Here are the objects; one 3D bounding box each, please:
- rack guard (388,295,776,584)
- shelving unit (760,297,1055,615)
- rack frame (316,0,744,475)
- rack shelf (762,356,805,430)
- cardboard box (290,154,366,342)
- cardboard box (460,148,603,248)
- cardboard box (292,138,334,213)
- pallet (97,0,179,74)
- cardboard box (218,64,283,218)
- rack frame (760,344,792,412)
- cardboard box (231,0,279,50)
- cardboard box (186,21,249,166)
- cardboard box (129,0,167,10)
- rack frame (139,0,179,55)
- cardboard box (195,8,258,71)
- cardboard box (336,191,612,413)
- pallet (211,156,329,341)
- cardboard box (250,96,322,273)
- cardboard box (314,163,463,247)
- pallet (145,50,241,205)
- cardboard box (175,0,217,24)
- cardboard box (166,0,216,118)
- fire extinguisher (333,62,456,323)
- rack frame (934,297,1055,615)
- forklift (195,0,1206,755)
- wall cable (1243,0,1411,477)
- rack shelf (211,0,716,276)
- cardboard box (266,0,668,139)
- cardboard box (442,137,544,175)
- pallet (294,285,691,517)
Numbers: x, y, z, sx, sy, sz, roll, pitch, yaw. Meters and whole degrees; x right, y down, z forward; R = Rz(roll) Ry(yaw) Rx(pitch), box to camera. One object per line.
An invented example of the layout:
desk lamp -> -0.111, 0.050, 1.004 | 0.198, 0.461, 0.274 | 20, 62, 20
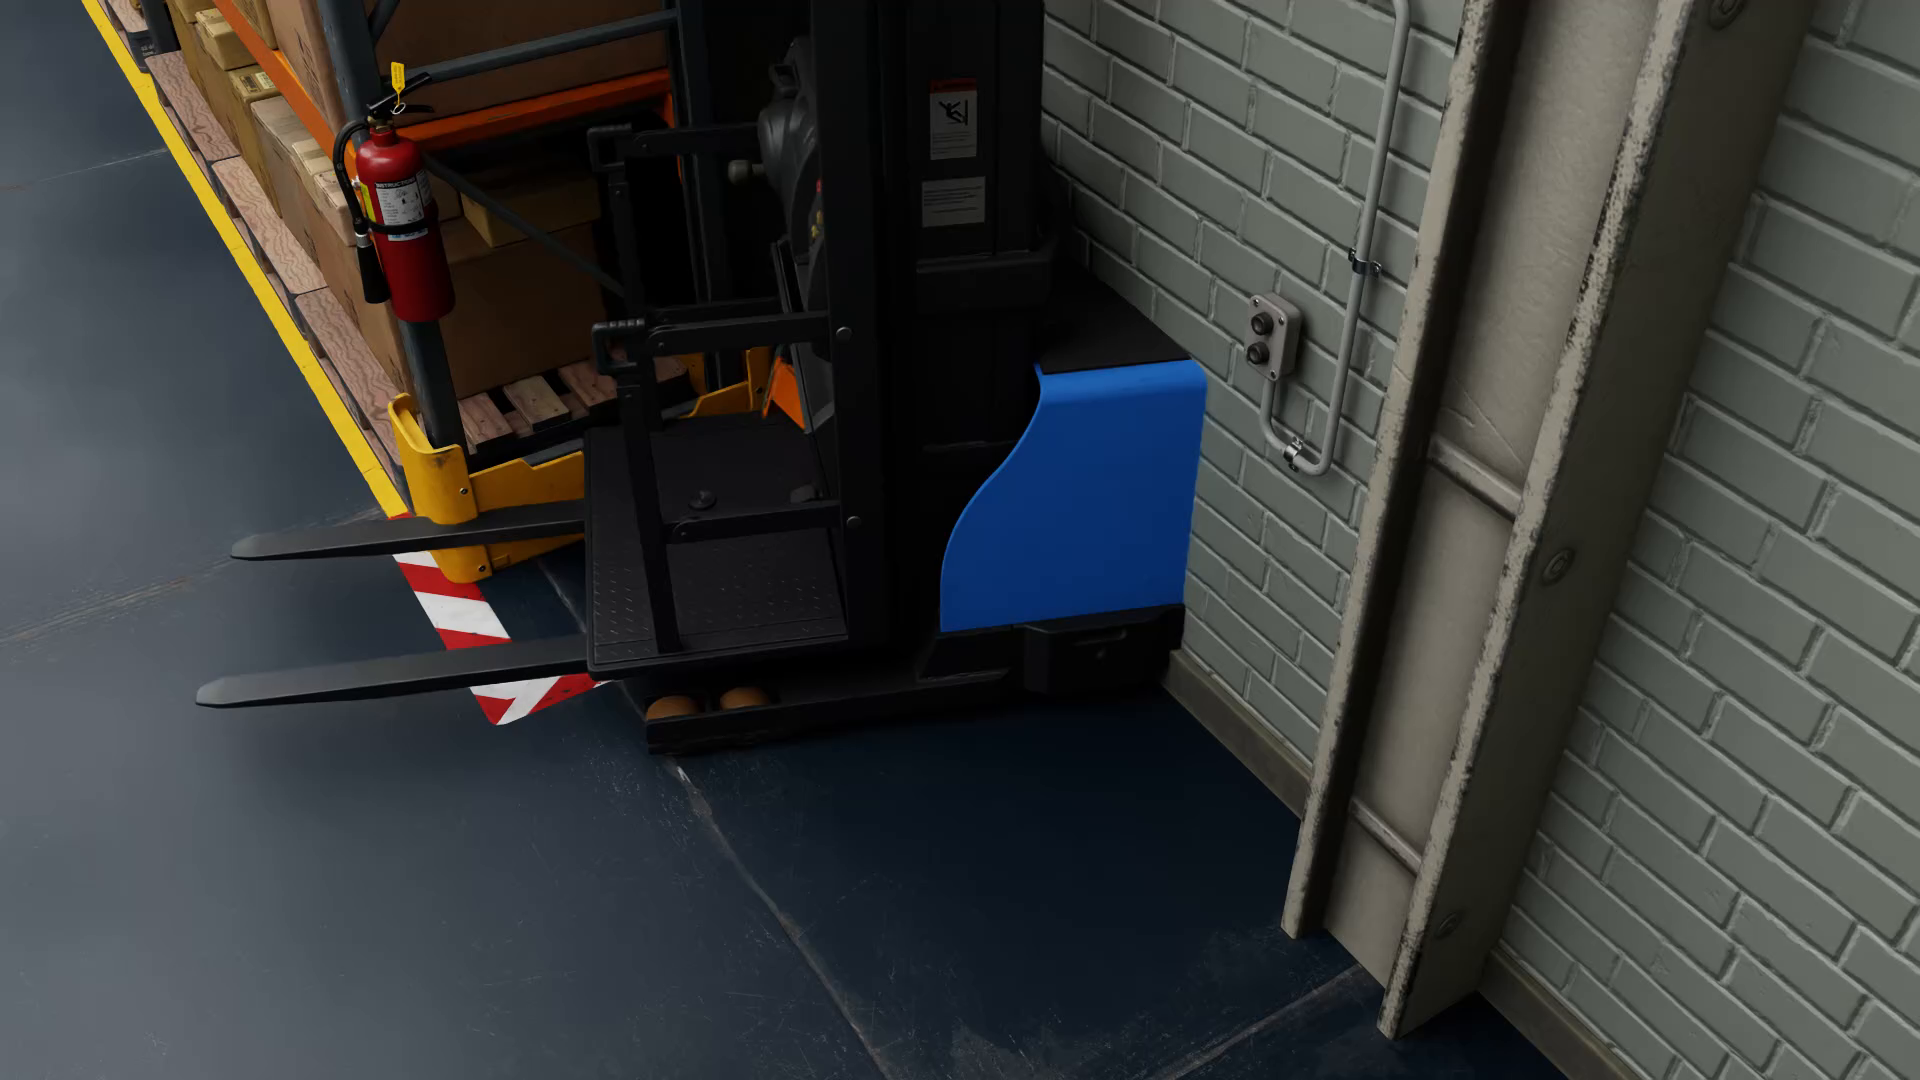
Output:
rack guard -> -1.144, -0.335, 5.262 | 1.175, 0.500, 0.348 | -22, 45, -24
shelving unit -> -0.051, -0.408, 4.847 | 0.538, 1.125, 1.048 | -5, 34, -38
rack frame -> -1.156, -1.308, 4.477 | 1.000, 3.000, 0.127 | -22, 45, -24
rack shelf -> -0.119, -0.200, 4.955 | 0.538, 0.278, 1.000 | -5, 34, -38
cardboard box -> -1.886, -1.123, 5.879 | 0.700, 0.500, 0.500 | -22, 45, -25
cardboard box -> -1.381, -1.103, 5.349 | 0.380, 0.149, 0.250 | -22, 45, -24
cardboard box -> -1.978, -1.246, 5.520 | 0.380, 0.149, 0.250 | -21, 44, -23
pallet -> -3.786, -2.787, 8.429 | 1.003, 0.211, 1.213 | -22, 45, -24
cardboard box -> -2.450, -1.679, 6.547 | 0.700, 0.500, 0.500 | -21, 44, -23
rack frame -> -0.330, -0.673, 5.179 | 0.500, 1.125, 0.032 | -5, 34, -38
cardboard box -> -1.840, -2.084, 5.174 | 0.980, 0.700, 0.700 | -23, 45, -25
cardboard box -> -2.724, -1.957, 6.880 | 0.700, 0.500, 0.500 | -23, 45, -25
cardboard box -> -3.766, -3.109, 7.989 | 0.750, 0.750, 0.750 | -22, 44, -24
rack frame -> -3.307, -3.467, 7.068 | 1.000, 3.000, 0.127 | -22, 45, -24
cardboard box -> -2.680, -1.949, 6.364 | 0.380, 0.149, 0.250 | -23, 45, -26
cardboard box -> -1.617, -0.853, 5.555 | 0.700, 0.500, 0.500 | -22, 45, -24
pallet -> -2.304, -1.300, 6.645 | 1.003, 0.211, 1.213 | -22, 45, -24
cardboard box -> -2.157, -1.394, 6.204 | 0.700, 0.500, 0.500 | -24, 45, -26
cardboard box -> -1.840, -1.109, 5.355 | 0.380, 0.149, 0.250 | -23, 45, -25
pallet -> -2.964, -1.959, 7.436 | 1.003, 0.211, 1.213 | -22, 45, -24
cardboard box -> -2.961, -2.231, 6.702 | 0.380, 0.149, 0.250 | -21, 44, -23
cardboard box -> -2.992, -2.229, 7.207 | 0.700, 0.500, 0.500 | -22, 44, -24
fire extinguisher -> -1.464, -0.895, 4.333 | 0.296, 0.674, 0.183 | -22, 45, -24
rack frame -> 0.229, -0.143, 4.515 | 0.500, 1.125, 0.032 | -5, 34, -38
forklift -> -0.589, -0.907, 4.049 | 3.031, 2.935, 1.130 | -7, 40, -8
wall cable -> 0.330, -1.333, 3.713 | 0.084, 1.984, 1.851 | -22, 45, -24
rack shelf -> -2.232, -2.111, 6.003 | 1.077, 0.370, 4.000 | -22, 45, -24
cardboard box -> -1.439, -1.695, 4.707 | 0.980, 0.700, 0.700 | -20, 44, -23
cardboard box -> -1.654, -1.377, 5.677 | 0.380, 0.149, 0.250 | -22, 45, -24
pallet -> -1.652, -0.642, 5.855 | 1.003, 0.211, 1.213 | -22, 45, -24
